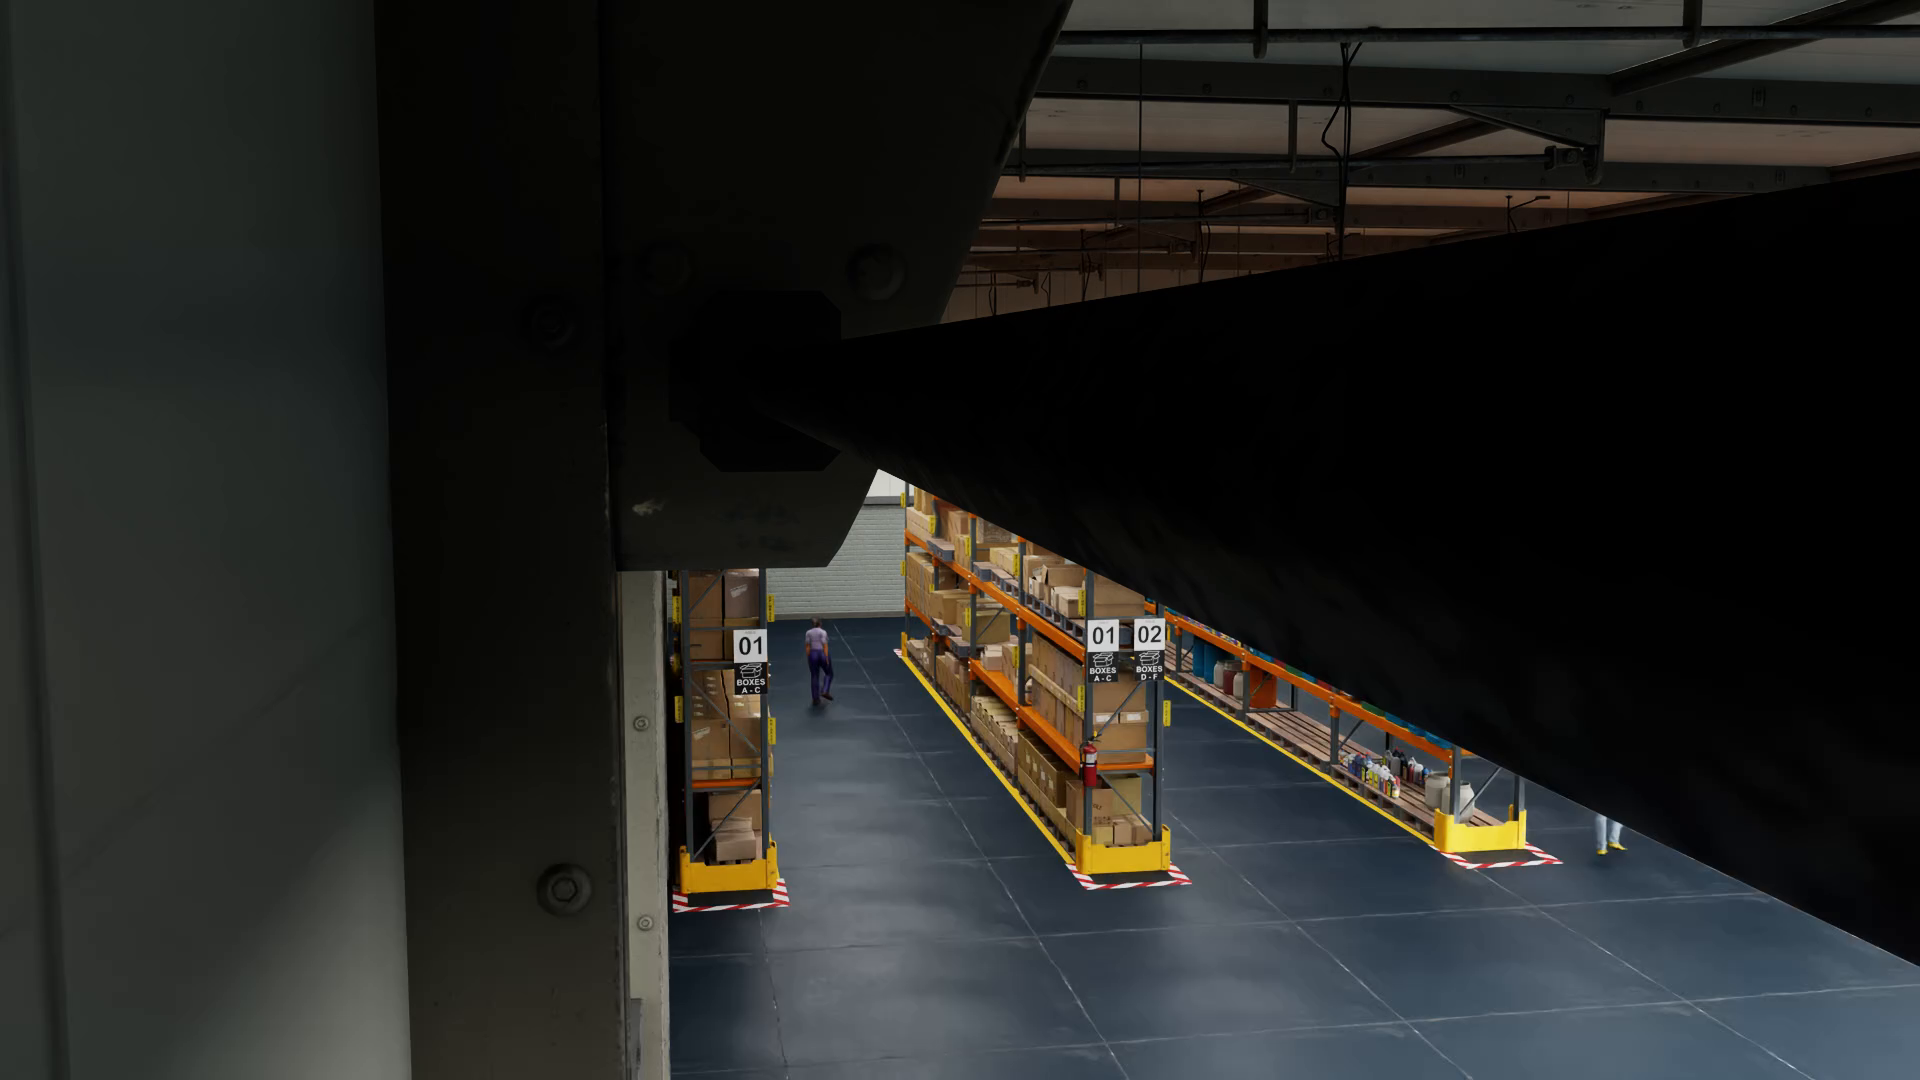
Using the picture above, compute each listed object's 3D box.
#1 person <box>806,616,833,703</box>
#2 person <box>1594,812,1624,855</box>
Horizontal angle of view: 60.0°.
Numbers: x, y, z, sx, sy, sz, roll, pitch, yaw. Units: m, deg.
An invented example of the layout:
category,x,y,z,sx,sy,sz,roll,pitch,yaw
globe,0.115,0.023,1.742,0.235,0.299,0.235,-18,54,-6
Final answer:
category,x,y,z,sx,sy,sz,roll,pitch,yaw
person,-2.665,2.260,31.416,0.531,1.616,0.490,1,6,8
person,8.422,3.212,21.700,0.607,1.783,0.526,3,7,27
